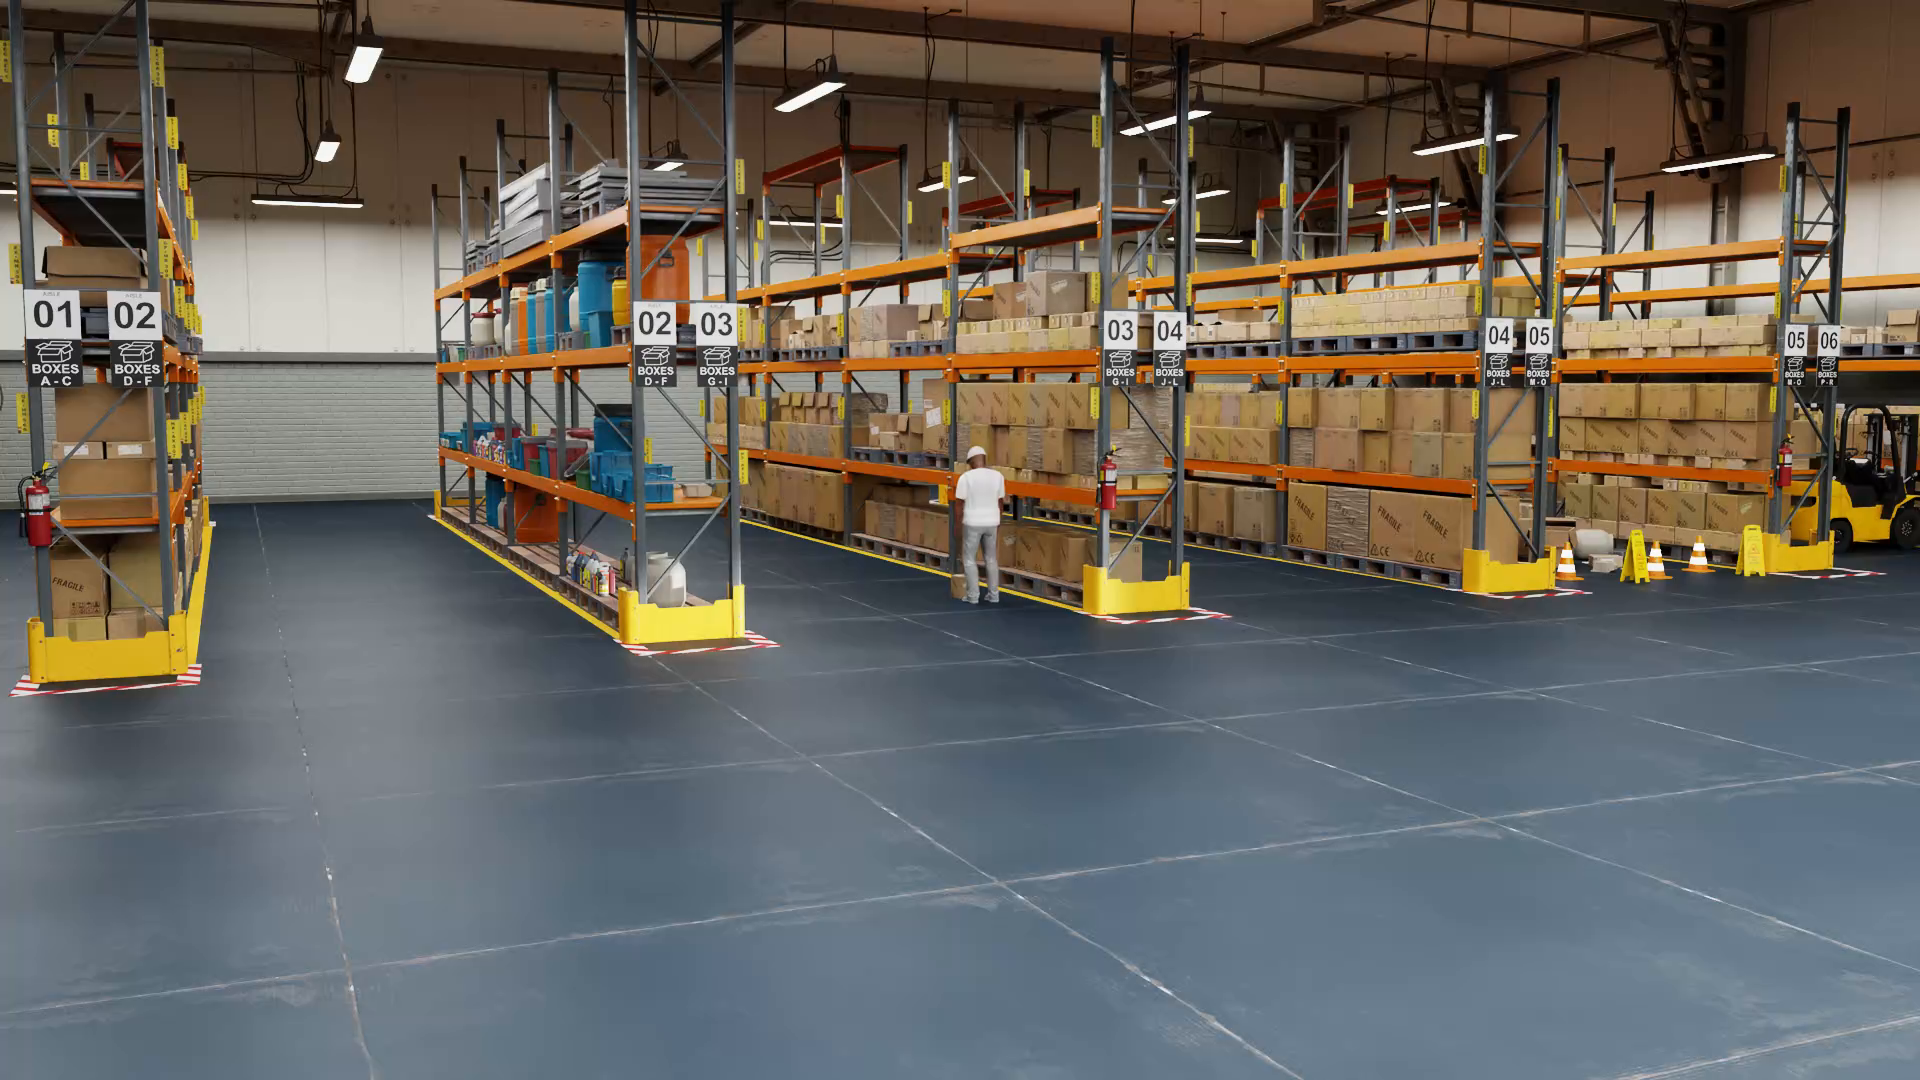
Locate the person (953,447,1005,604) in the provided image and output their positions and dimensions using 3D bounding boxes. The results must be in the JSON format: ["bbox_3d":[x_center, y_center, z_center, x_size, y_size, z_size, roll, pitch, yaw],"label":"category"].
[{"bbox_3d":[0.206,-0.170,18.580,0.578,1.743,0.397,-2,6,-19],"label":"person"}]
